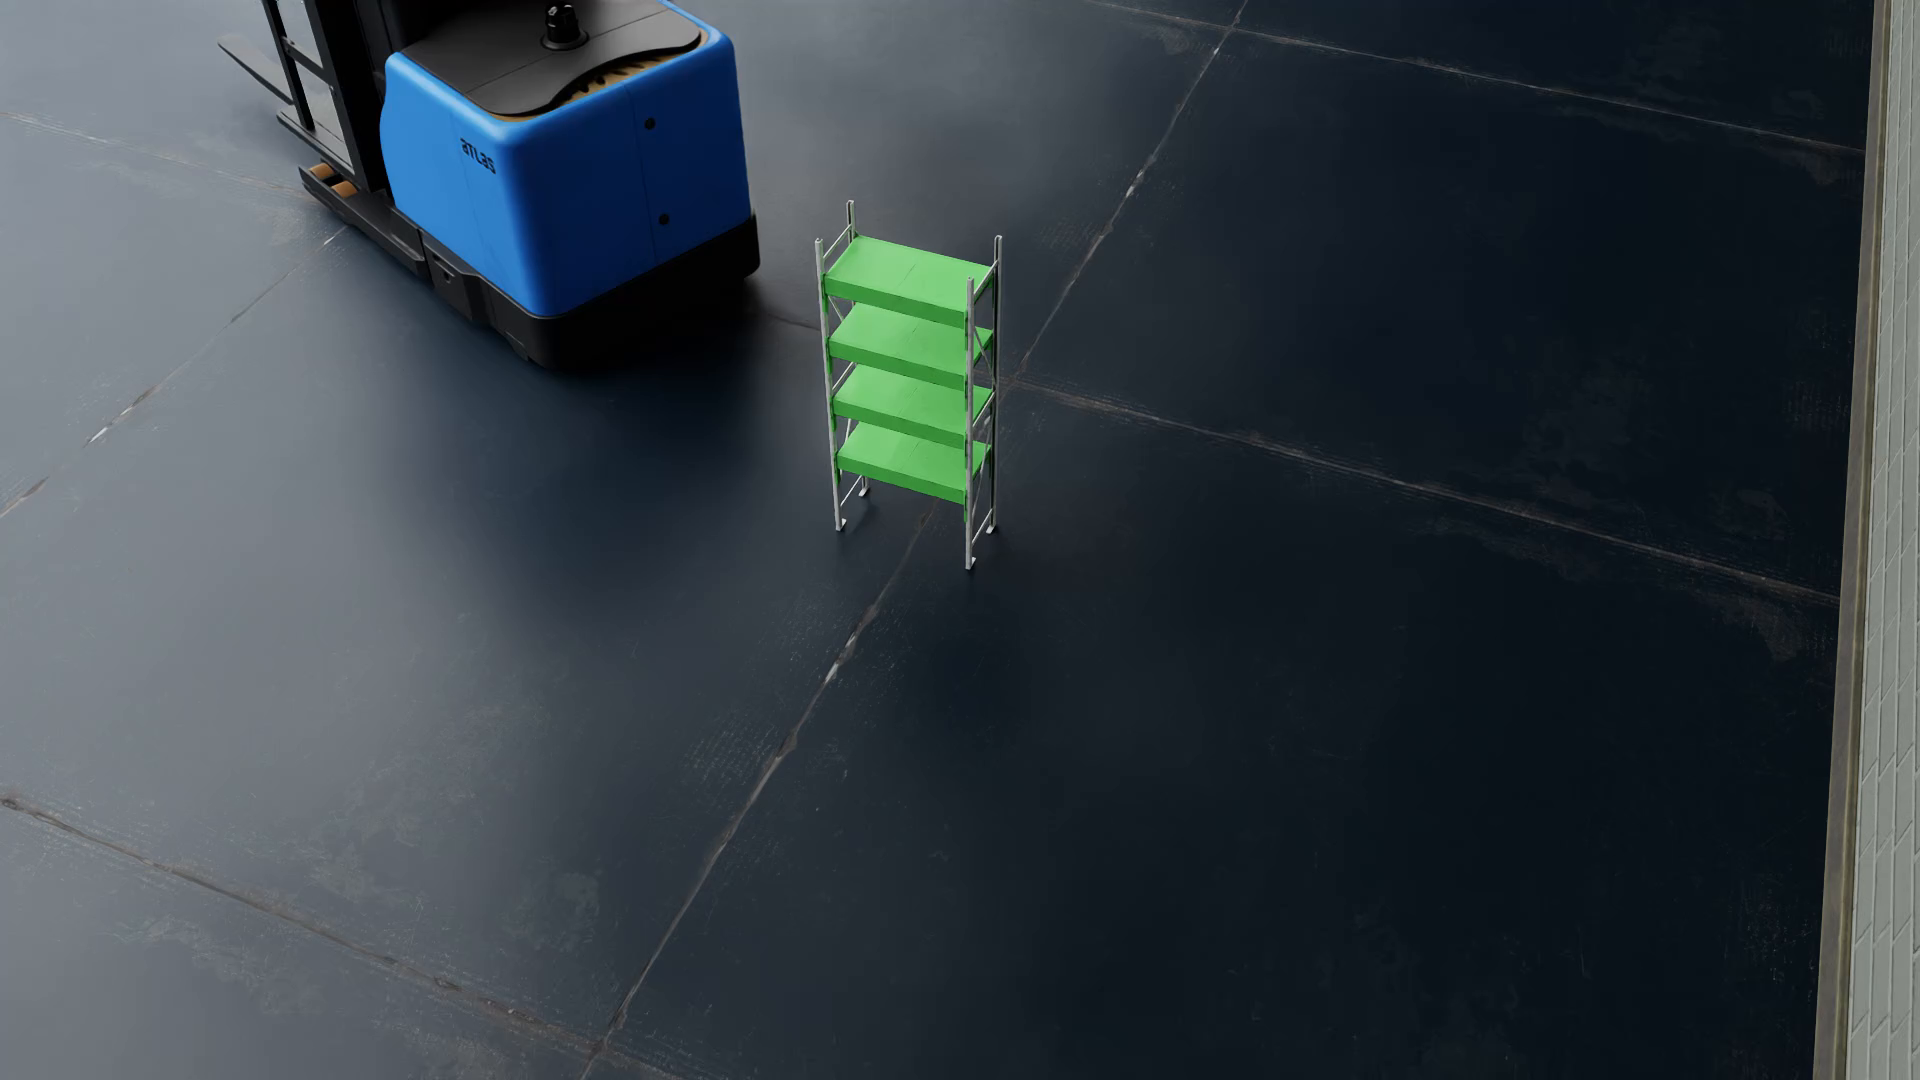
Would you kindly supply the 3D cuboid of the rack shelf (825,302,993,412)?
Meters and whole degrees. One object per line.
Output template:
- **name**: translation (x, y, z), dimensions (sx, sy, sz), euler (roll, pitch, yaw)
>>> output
- **rack shelf**: translation (-0.153, -0.595, 5.248), dimensions (0.480, 0.148, 0.258), euler (16, 47, 16)

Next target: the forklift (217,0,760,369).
- **forklift**: translation (-2.198, -2.628, 6.313), dimensions (1.130, 2.935, 3.031), euler (-34, 54, -29)

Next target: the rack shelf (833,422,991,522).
- **rack shelf**: translation (-0.153, -0.255, 5.586), dimensions (0.480, 0.148, 0.258), euler (16, 47, 16)

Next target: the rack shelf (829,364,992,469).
- **rack shelf**: translation (-0.153, -0.425, 5.417), dimensions (0.480, 0.148, 0.258), euler (16, 47, 16)

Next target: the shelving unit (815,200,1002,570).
- **shelving unit**: translation (-0.153, -0.470, 5.372), dimensions (0.503, 1.200, 0.258), euler (16, 47, 16)

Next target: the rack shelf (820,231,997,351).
- **rack shelf**: translation (-0.153, -0.765, 5.079), dimensions (0.480, 0.148, 0.258), euler (16, 47, 16)

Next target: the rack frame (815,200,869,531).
- **rack frame**: translation (-0.378, -0.537, 5.439), dimensions (0.015, 1.200, 0.240), euler (16, 47, 16)

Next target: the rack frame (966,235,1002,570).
- **rack frame**: translation (0.072, -0.404, 5.305), dimensions (0.015, 1.200, 0.240), euler (16, 47, 16)
